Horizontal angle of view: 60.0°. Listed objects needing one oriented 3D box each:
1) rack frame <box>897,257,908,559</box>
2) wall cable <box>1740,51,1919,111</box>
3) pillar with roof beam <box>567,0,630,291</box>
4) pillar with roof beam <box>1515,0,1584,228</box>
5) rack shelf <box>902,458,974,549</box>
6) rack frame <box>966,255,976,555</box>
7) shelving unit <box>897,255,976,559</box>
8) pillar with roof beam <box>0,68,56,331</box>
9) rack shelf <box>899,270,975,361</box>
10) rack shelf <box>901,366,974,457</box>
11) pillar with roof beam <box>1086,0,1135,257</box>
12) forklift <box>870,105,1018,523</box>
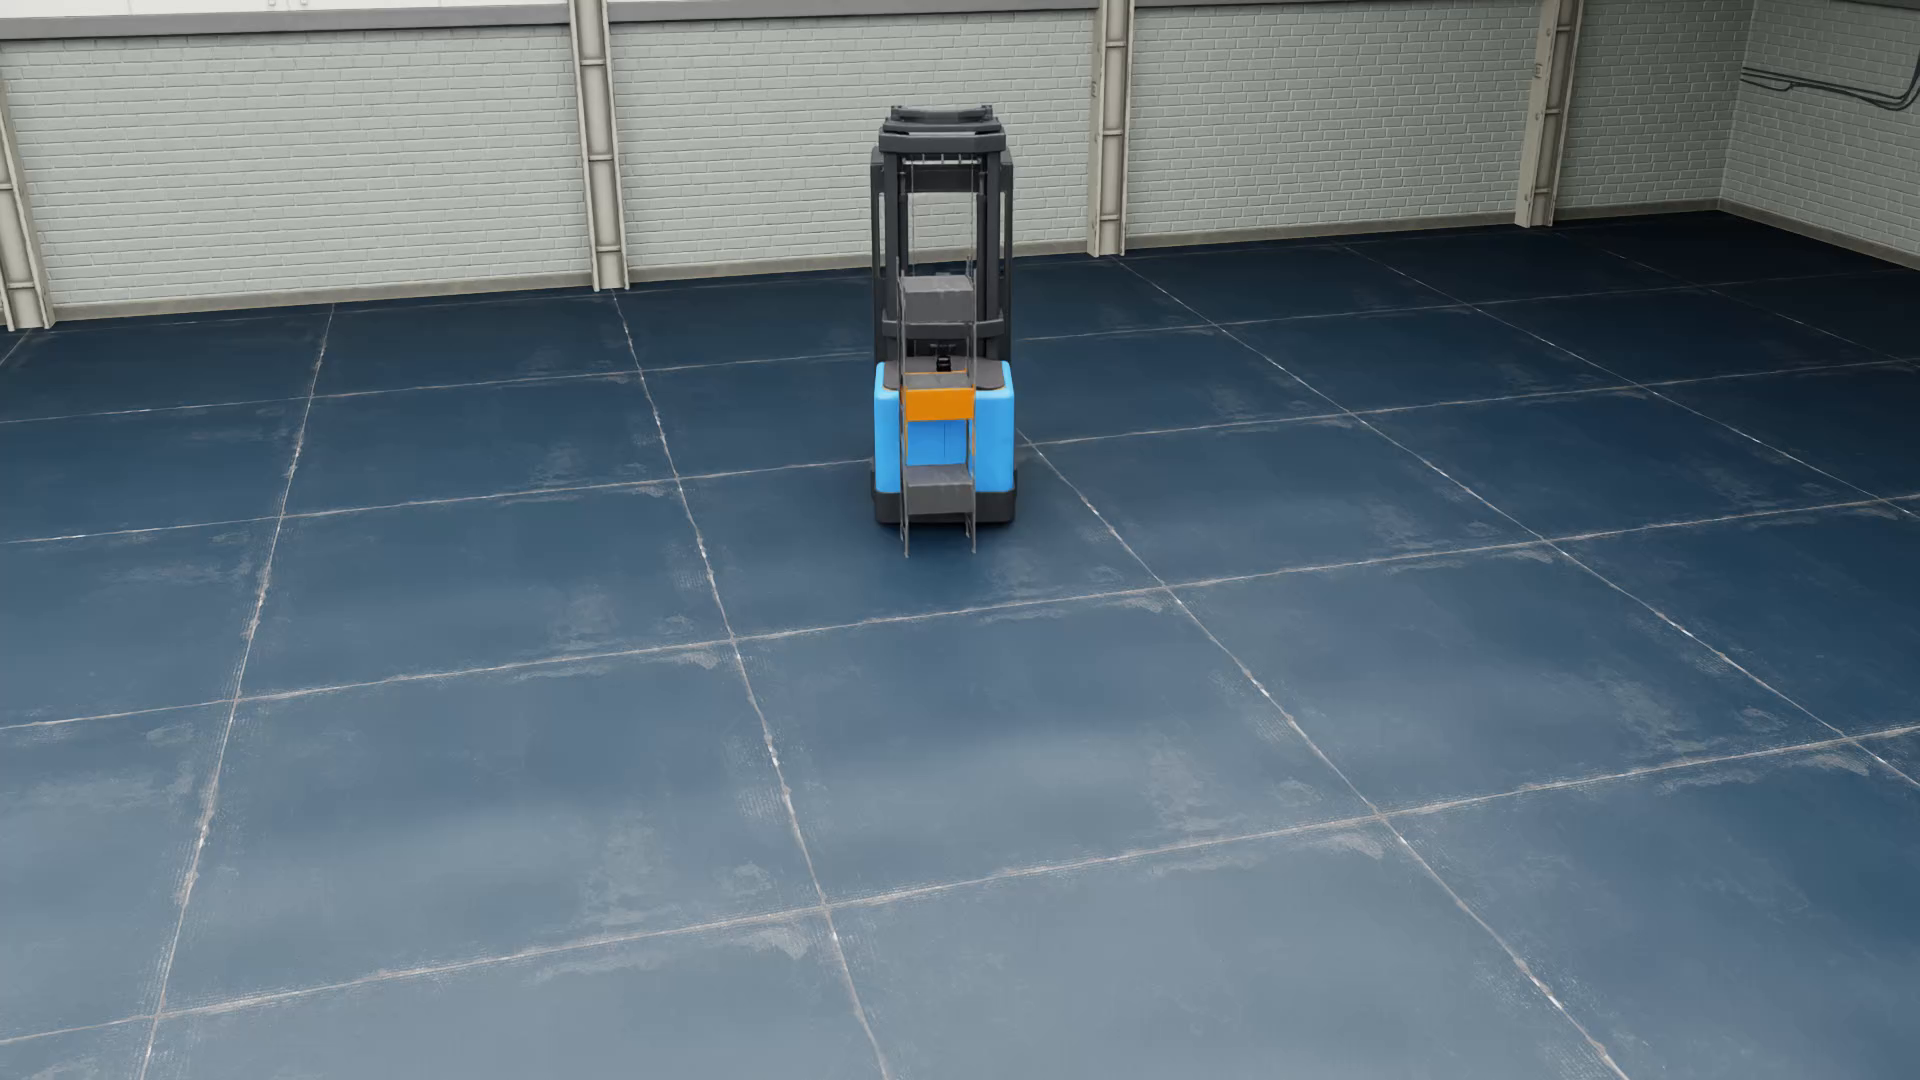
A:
[{"bbox_3d":[-0.406,-0.910,11.707,0.015,2.100,0.400,-3,23,-7],"label":"rack frame"},{"bbox_3d":[10.761,-6.692,20.372,0.112,2.526,3.097,-6,24,-14],"label":"wall cable"},{"bbox_3d":[-2.823,-5.395,13.410,0.400,9.000,9.100,-6,24,-14],"label":"pillar with roof beam"},{"bbox_3d":[8.731,-6.673,16.389,0.400,9.000,9.100,-6,24,-14],"label":"pillar with roof beam"},{"bbox_3d":[-0.164,-0.266,12.016,0.480,0.518,0.431,-3,23,-7],"label":"rack shelf"},{"bbox_3d":[0.078,-0.934,11.763,0.015,2.100,0.400,-3,23,-7],"label":"rack frame"},{"bbox_3d":[-0.164,-0.922,11.735,0.503,2.100,0.431,-3,23,-7],"label":"shelving unit"},{"bbox_3d":[-8.600,-4.755,11.921,0.400,9.000,9.100,-6,24,-14],"label":"pillar with roof beam"},{"bbox_3d":[-0.164,-1.552,11.464,0.480,0.518,0.431,-3,23,-7],"label":"rack shelf"},{"bbox_3d":[-0.164,-0.909,11.740,0.480,0.518,0.431,-3,23,-7],"label":"rack shelf"},{"bbox_3d":[2.954,-6.034,14.900,0.400,9.000,9.100,-6,24,-14],"label":"pillar with roof beam"},{"bbox_3d":[-0.144,-2.008,13.212,1.130,2.935,3.031,0,23,-1],"label":"forklift"}]
